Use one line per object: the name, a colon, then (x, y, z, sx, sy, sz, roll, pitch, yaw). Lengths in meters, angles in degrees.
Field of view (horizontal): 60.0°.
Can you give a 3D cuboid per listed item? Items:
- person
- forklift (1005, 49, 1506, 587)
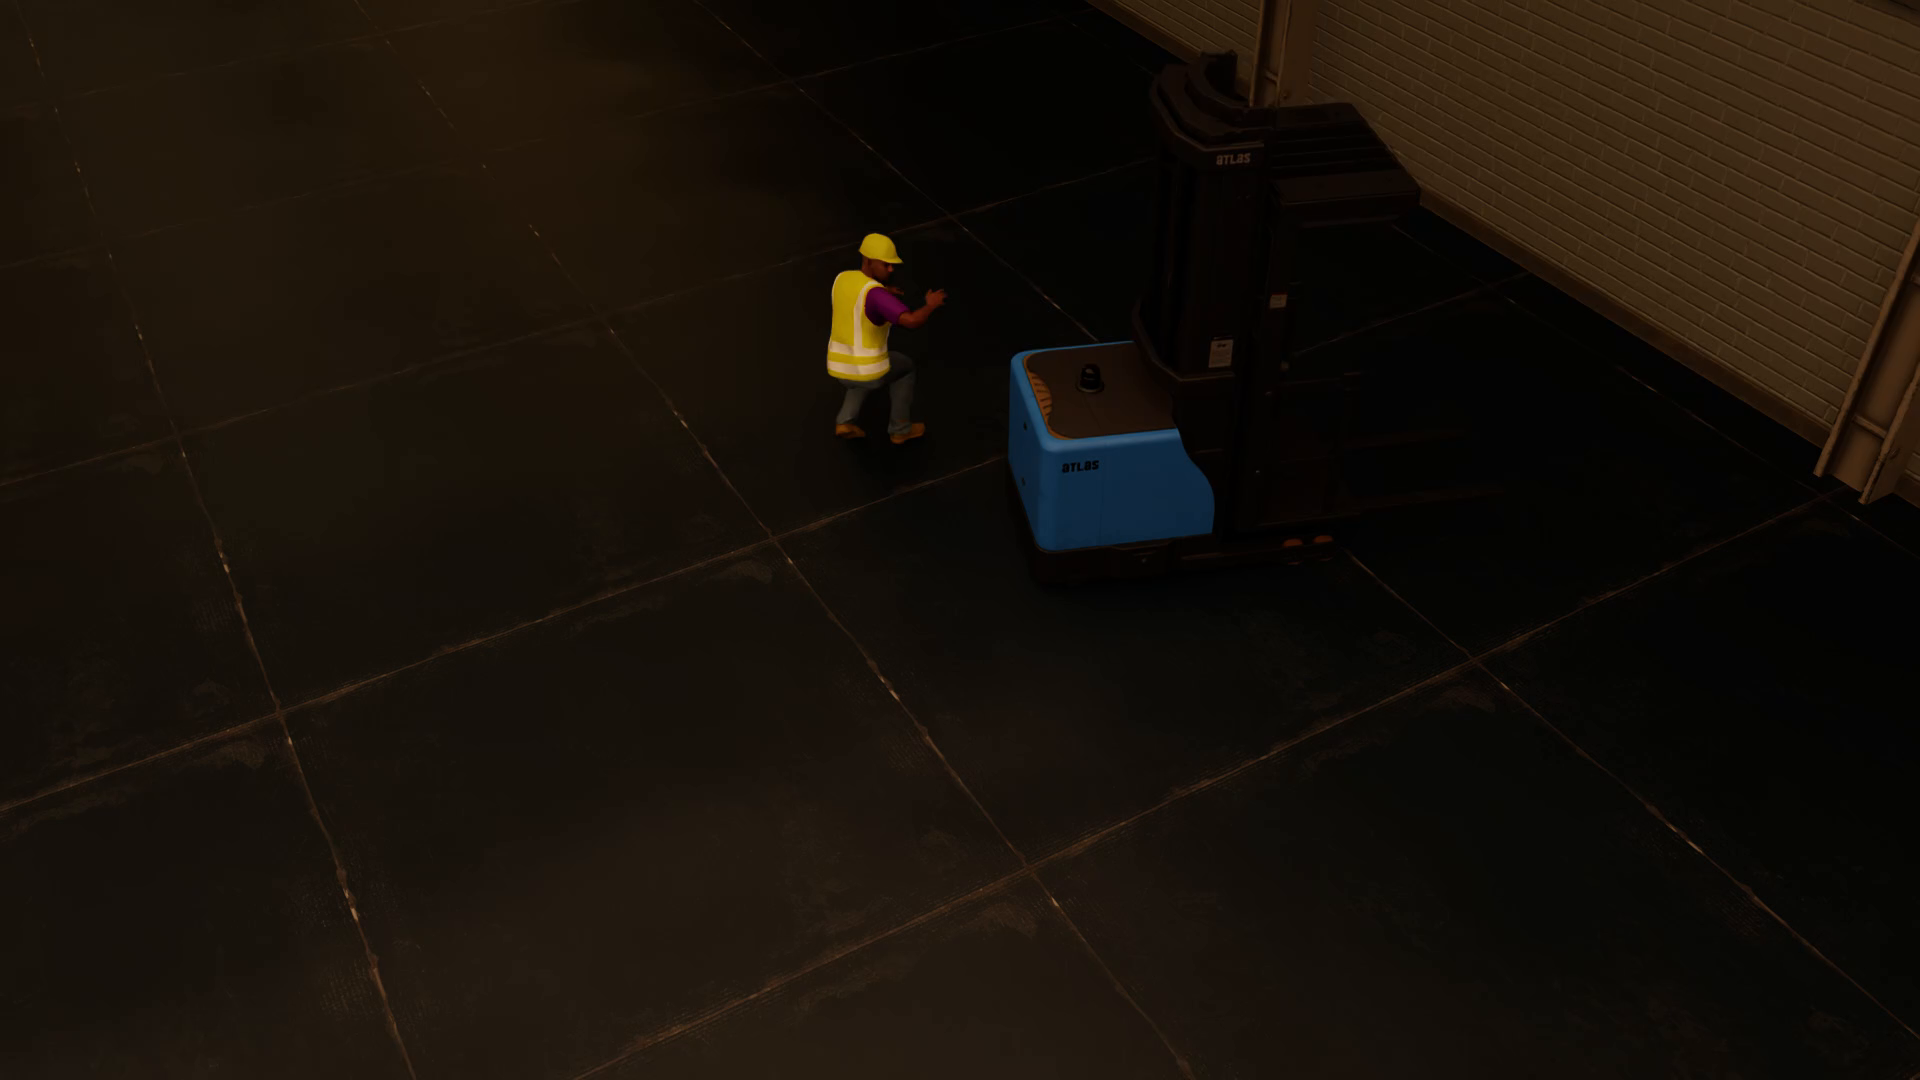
person: (-0.438, -1.316, 10.769, 0.837, 1.479, 0.992, 24, 45, 26)
forklift: (1.856, -1.301, 9.605, 3.031, 2.935, 1.130, -7, 40, -8)
